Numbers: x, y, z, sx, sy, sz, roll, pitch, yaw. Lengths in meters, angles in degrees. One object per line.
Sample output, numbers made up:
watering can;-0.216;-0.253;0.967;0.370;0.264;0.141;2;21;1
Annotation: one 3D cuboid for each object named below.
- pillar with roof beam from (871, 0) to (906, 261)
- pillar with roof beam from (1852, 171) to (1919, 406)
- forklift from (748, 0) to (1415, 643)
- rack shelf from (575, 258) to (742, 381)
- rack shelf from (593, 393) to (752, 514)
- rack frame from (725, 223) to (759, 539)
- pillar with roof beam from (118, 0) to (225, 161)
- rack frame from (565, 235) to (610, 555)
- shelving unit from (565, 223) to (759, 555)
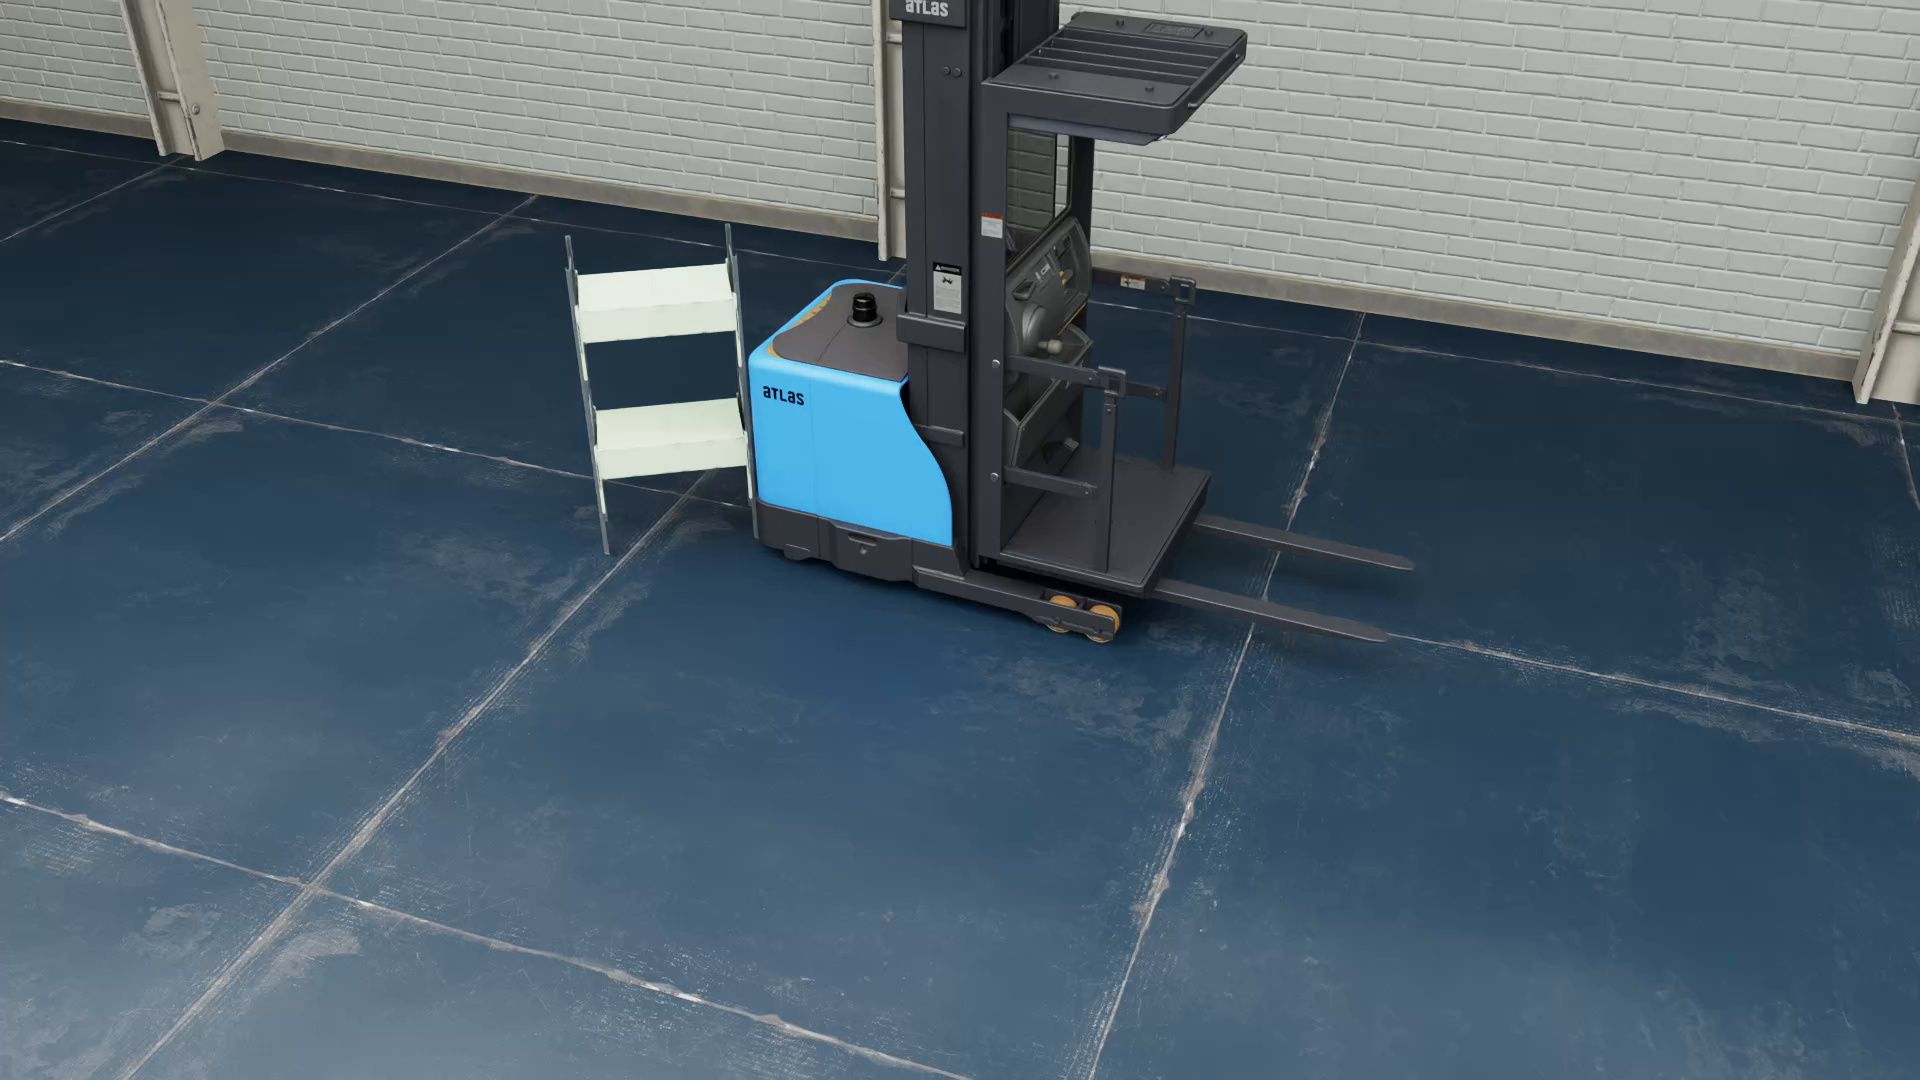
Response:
pillar with roof beam;-1.762;-3.505;5.382;0.400;9.000;9.100;11;34;16
pillar with roof beam;3.886;-2.407;3.681;0.400;9.000;9.100;11;34;16
forklift;0.578;-1.096;7.245;3.031;2.935;1.130;13;35;19
rack shelf;-1.408;-1.032;7.745;0.720;0.370;0.431;-6;33;-10
rack shelf;-1.407;-0.430;8.133;0.720;0.370;0.431;-6;33;-10
rack frame;-1.049;-0.743;8.017;0.023;1.500;0.400;-6;33;-10
pillar with roof beam;-7.410;-4.603;7.083;0.400;9.000;9.100;11;34;16
rack frame;-1.766;-0.664;7.895;0.023;1.500;0.400;-6;33;-10
shelving unit;-1.407;-0.704;7.956;0.755;1.500;0.431;-6;33;-10
